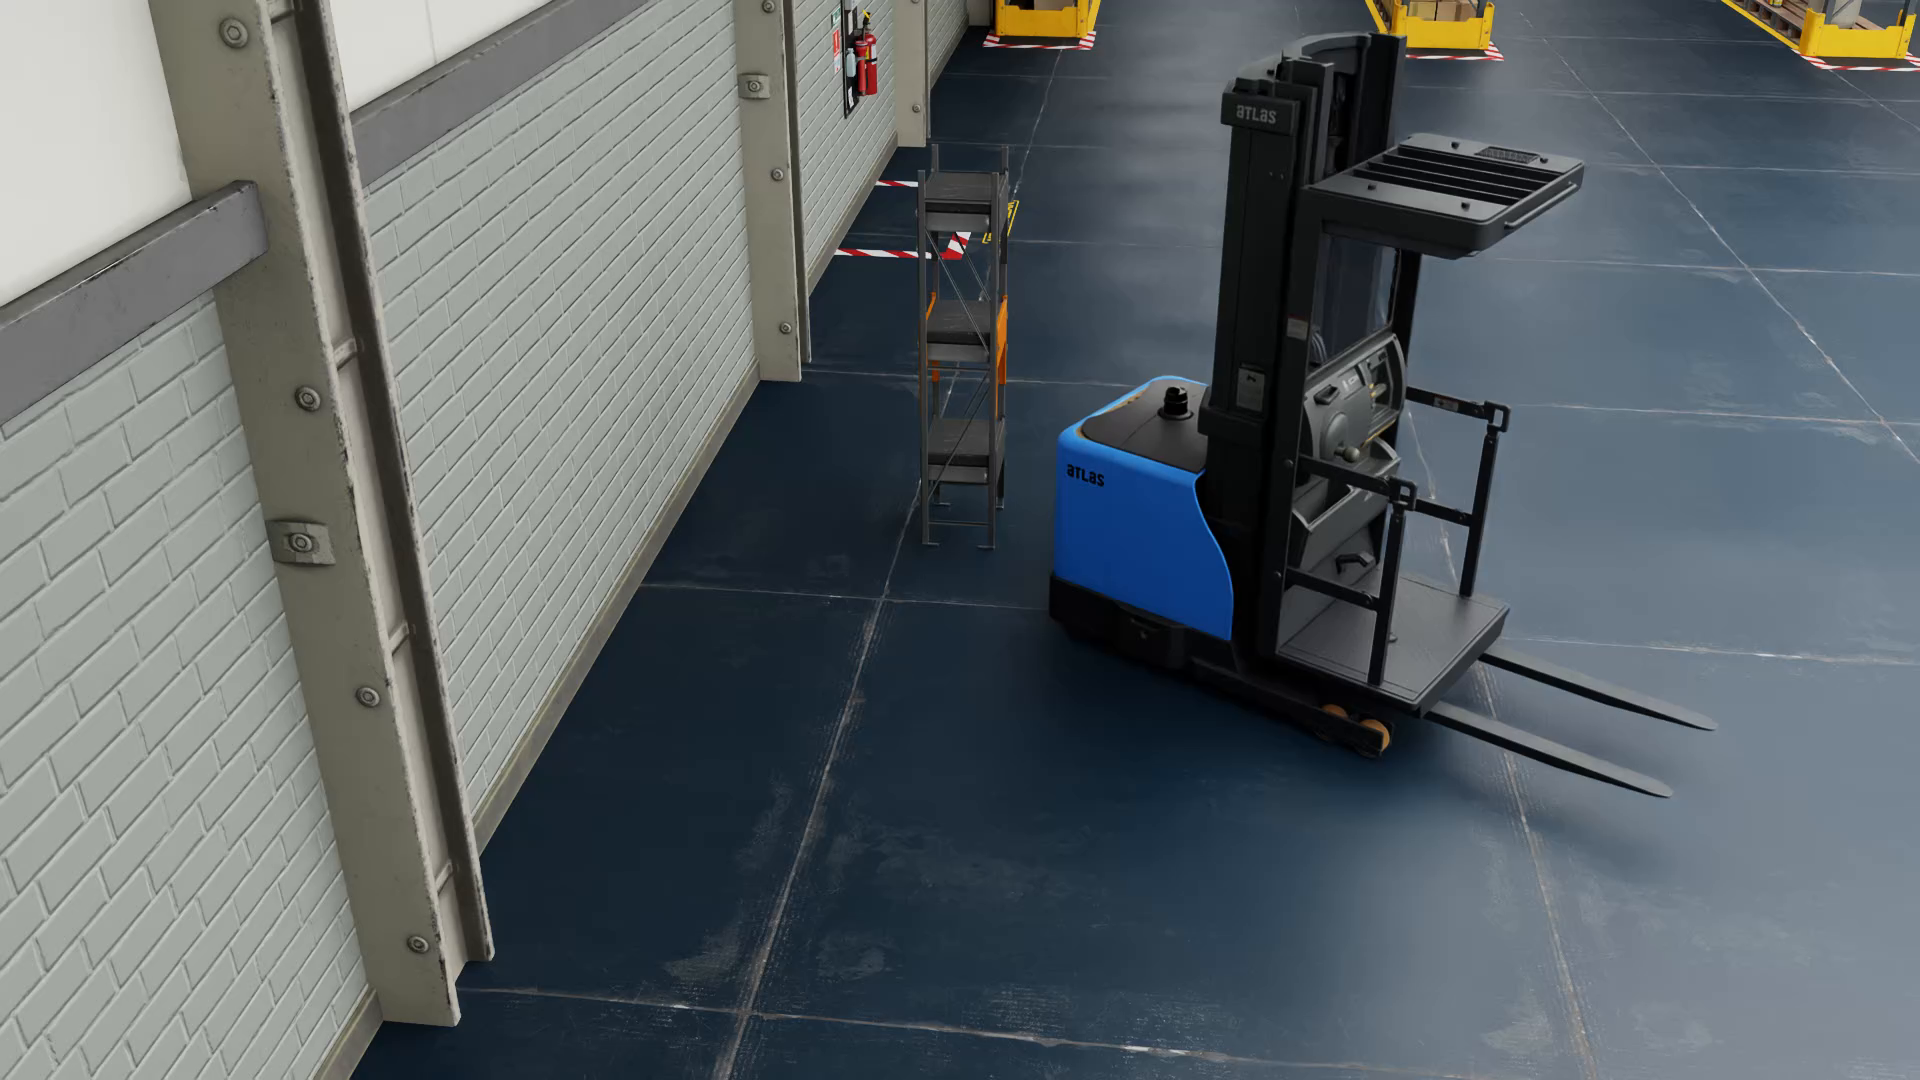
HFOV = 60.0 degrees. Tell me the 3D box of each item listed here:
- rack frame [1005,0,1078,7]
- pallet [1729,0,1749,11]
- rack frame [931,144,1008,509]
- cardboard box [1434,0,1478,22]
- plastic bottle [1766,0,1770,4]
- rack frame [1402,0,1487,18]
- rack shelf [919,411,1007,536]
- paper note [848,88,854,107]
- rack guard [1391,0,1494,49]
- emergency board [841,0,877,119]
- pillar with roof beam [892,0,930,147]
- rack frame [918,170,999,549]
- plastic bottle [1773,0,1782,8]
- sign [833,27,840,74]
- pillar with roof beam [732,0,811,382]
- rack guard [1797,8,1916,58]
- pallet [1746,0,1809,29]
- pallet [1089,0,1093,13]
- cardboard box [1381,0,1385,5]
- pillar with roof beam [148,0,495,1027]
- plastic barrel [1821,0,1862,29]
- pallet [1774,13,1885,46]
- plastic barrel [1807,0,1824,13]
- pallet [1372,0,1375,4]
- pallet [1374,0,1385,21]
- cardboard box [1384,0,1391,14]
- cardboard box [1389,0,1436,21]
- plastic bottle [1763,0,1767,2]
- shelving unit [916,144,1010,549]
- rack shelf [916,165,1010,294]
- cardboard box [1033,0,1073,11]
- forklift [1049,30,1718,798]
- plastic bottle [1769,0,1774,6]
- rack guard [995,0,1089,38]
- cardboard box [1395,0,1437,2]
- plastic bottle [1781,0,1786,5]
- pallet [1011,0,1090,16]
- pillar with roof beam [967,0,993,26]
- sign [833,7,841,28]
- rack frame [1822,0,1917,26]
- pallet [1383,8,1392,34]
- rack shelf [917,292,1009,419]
[{"bbox_3d":[1.031,-7.761,20.494,1.000,3.000,0.127,3,28,6],"label":"rack frame"},{"bbox_3d":[11.230,-7.527,22.999,1.003,0.211,1.213,3,28,6],"label":"pallet"},{"bbox_3d":[0.050,-1.117,9.110,0.400,2.100,0.015,3,28,6],"label":"rack frame"},{"bbox_3d":[6.234,-6.689,20.960,0.500,0.250,0.500,3,28,6],"label":"cardboard box"},{"bbox_3d":[10.711,-7.187,21.836,0.152,0.276,0.135,4,29,7],"label":"plastic bottle"},{"bbox_3d":[5.948,-7.475,19.963,1.000,3.000,0.127,3,28,6],"label":"rack frame"},{"bbox_3d":[0.020,-0.374,9.235,0.431,0.518,0.480,3,28,6],"label":"rack shelf"},{"bbox_3d":[-0.908,-3.689,13.863,0.016,0.148,0.142,3,28,6],"label":"paper note"},{"bbox_3d":[5.945,-6.363,20.534,1.175,0.500,0.348,3,28,6],"label":"rack guard"},{"bbox_3d":[-0.818,-4.156,13.801,0.194,1.169,0.643,3,28,6],"label":"emergency board"},{"bbox_3d":[3.795,-7.708,14.069,9.100,9.000,0.400,3,28,6],"label":"pillar with roof beam"},{"bbox_3d":[-0.010,-0.887,8.683,0.400,2.100,0.015,3,28,6],"label":"rack frame"},{"bbox_3d":[10.653,-7.037,21.636,0.097,0.201,0.097,0,28,0],"label":"plastic bottle"},{"bbox_3d":[-0.988,-3.917,13.321,0.001,0.329,0.234,3,28,6],"label":"sign"},{"bbox_3d":[3.060,-4.883,8.827,9.100,9.000,0.400,3,28,6],"label":"pillar with roof beam"},{"bbox_3d":[10.826,-6.124,20.089,1.175,0.500,0.348,3,28,6],"label":"rack guard"},{"bbox_3d":[11.083,-6.951,21.930,1.003,0.211,1.213,3,28,6],"label":"pallet"},{"bbox_3d":[1.327,-7.522,22.990,1.003,0.211,1.213,3,28,6],"label":"pallet"},{"bbox_3d":[5.829,-7.191,21.891,0.500,0.250,0.500,3,28,6],"label":"cardboard box"},{"bbox_3d":[2.325,-2.059,3.584,9.100,9.000,0.400,3,28,6],"label":"pillar with roof beam"},{"bbox_3d":[10.868,-6.589,20.499,0.421,0.512,0.421,0,28,0],"label":"plastic barrel"},{"bbox_3d":[10.931,-6.378,20.867,1.003,0.211,1.213,3,28,6],"label":"pallet"},{"bbox_3d":[10.929,-6.825,20.937,0.421,0.512,0.421,0,28,0],"label":"plastic barrel"},{"bbox_3d":[6.299,-7.759,23.429,1.003,0.211,1.213,3,28,6],"label":"pallet"},{"bbox_3d":[6.152,-7.183,22.360,1.003,0.211,1.213,3,28,6],"label":"pallet"},{"bbox_3d":[5.769,-6.955,21.454,0.500,0.250,0.500,3,28,6],"label":"cardboard box"},{"bbox_3d":[5.720,-6.719,21.016,0.500,0.250,0.500,3,28,6],"label":"cardboard box"},{"bbox_3d":[10.728,-7.252,21.957,0.152,0.276,0.135,3,28,5],"label":"plastic bottle"},{"bbox_3d":[0.020,-1.002,8.897,0.431,2.100,0.503,3,28,6],"label":"shelving unit"},{"bbox_3d":[0.020,-1.607,8.571,0.431,0.518,0.480,3,28,6],"label":"rack shelf"},{"bbox_3d":[1.205,-7.092,21.622,0.500,0.311,0.500,0,28,0],"label":"cardboard box"},{"bbox_3d":[1.922,-0.604,7.281,3.031,2.935,1.130,20,34,33],"label":"forklift"},{"bbox_3d":[10.649,-7.129,21.721,0.061,0.283,0.133,4,29,7],"label":"plastic bottle"},{"bbox_3d":[1.040,-6.697,21.153,1.175,0.500,0.348,3,28,6],"label":"rack guard"},{"bbox_3d":[5.718,-7.049,20.838,0.500,0.500,0.500,3,28,6],"label":"cardboard box"},{"bbox_3d":[10.817,-7.184,21.823,0.061,0.283,0.133,3,28,6],"label":"plastic bottle"},{"bbox_3d":[1.175,-6.950,21.927,1.003,0.211,1.213,3,28,6],"label":"pallet"},{"bbox_3d":[4.531,-10.532,19.311,9.100,9.000,0.400,3,28,6],"label":"pillar with roof beam"},{"bbox_3d":[-0.978,-4.152,13.198,0.001,0.109,0.331,3,28,6],"label":"sign"},{"bbox_3d":[10.863,-7.186,19.425,1.000,3.000,0.127,3,28,6],"label":"rack frame"},{"bbox_3d":[6.000,-6.610,21.297,1.003,0.211,1.213,3,28,6],"label":"pallet"},{"bbox_3d":[0.020,-0.990,8.903,0.431,0.518,0.480,3,28,6],"label":"rack shelf"}]
